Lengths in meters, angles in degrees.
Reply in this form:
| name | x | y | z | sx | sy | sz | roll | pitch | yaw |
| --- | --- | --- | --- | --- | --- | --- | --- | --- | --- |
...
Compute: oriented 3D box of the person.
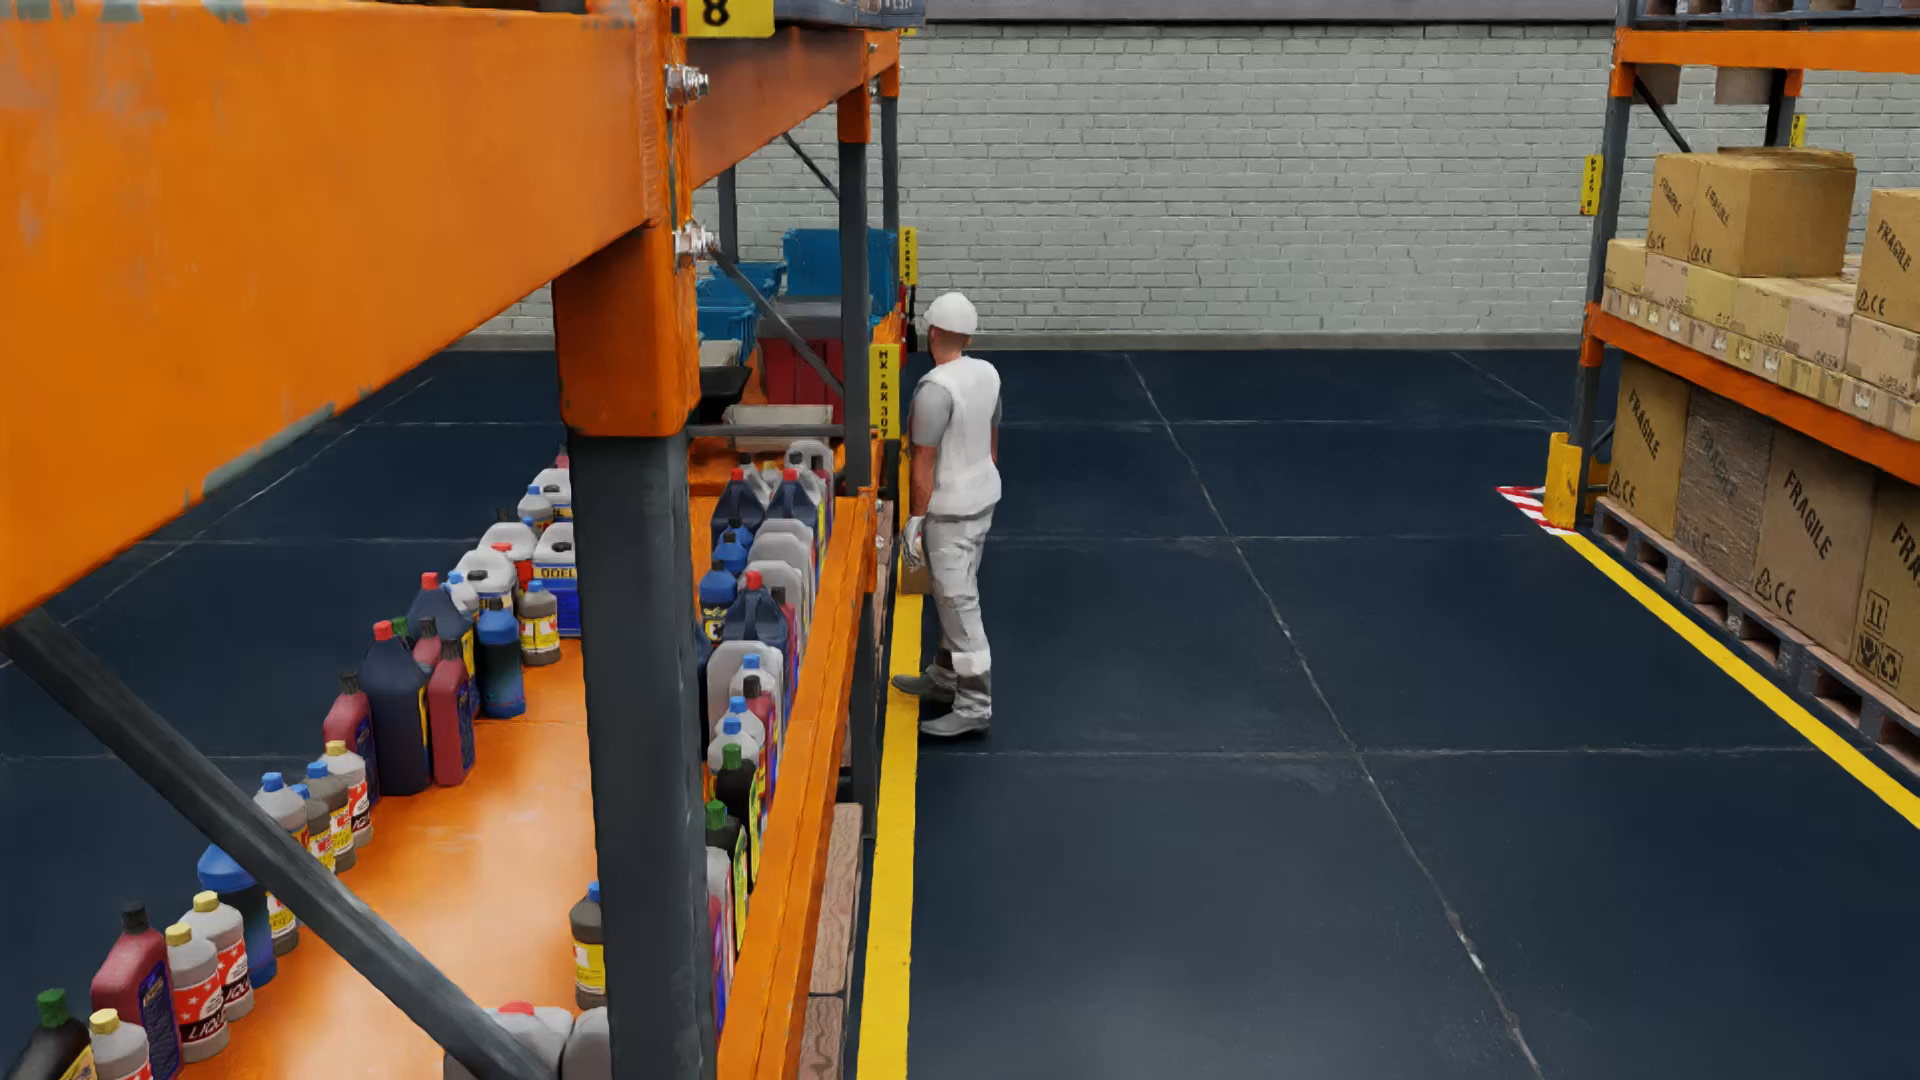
| name | x | y | z | sx | sy | sz | roll | pitch | yaw |
| --- | --- | --- | --- | --- | --- | --- | --- | --- | --- |
| person | -0.073 | -0.129 | 6.837 | 0.570 | 1.786 | 0.663 | 8 | 19 | 25 |
